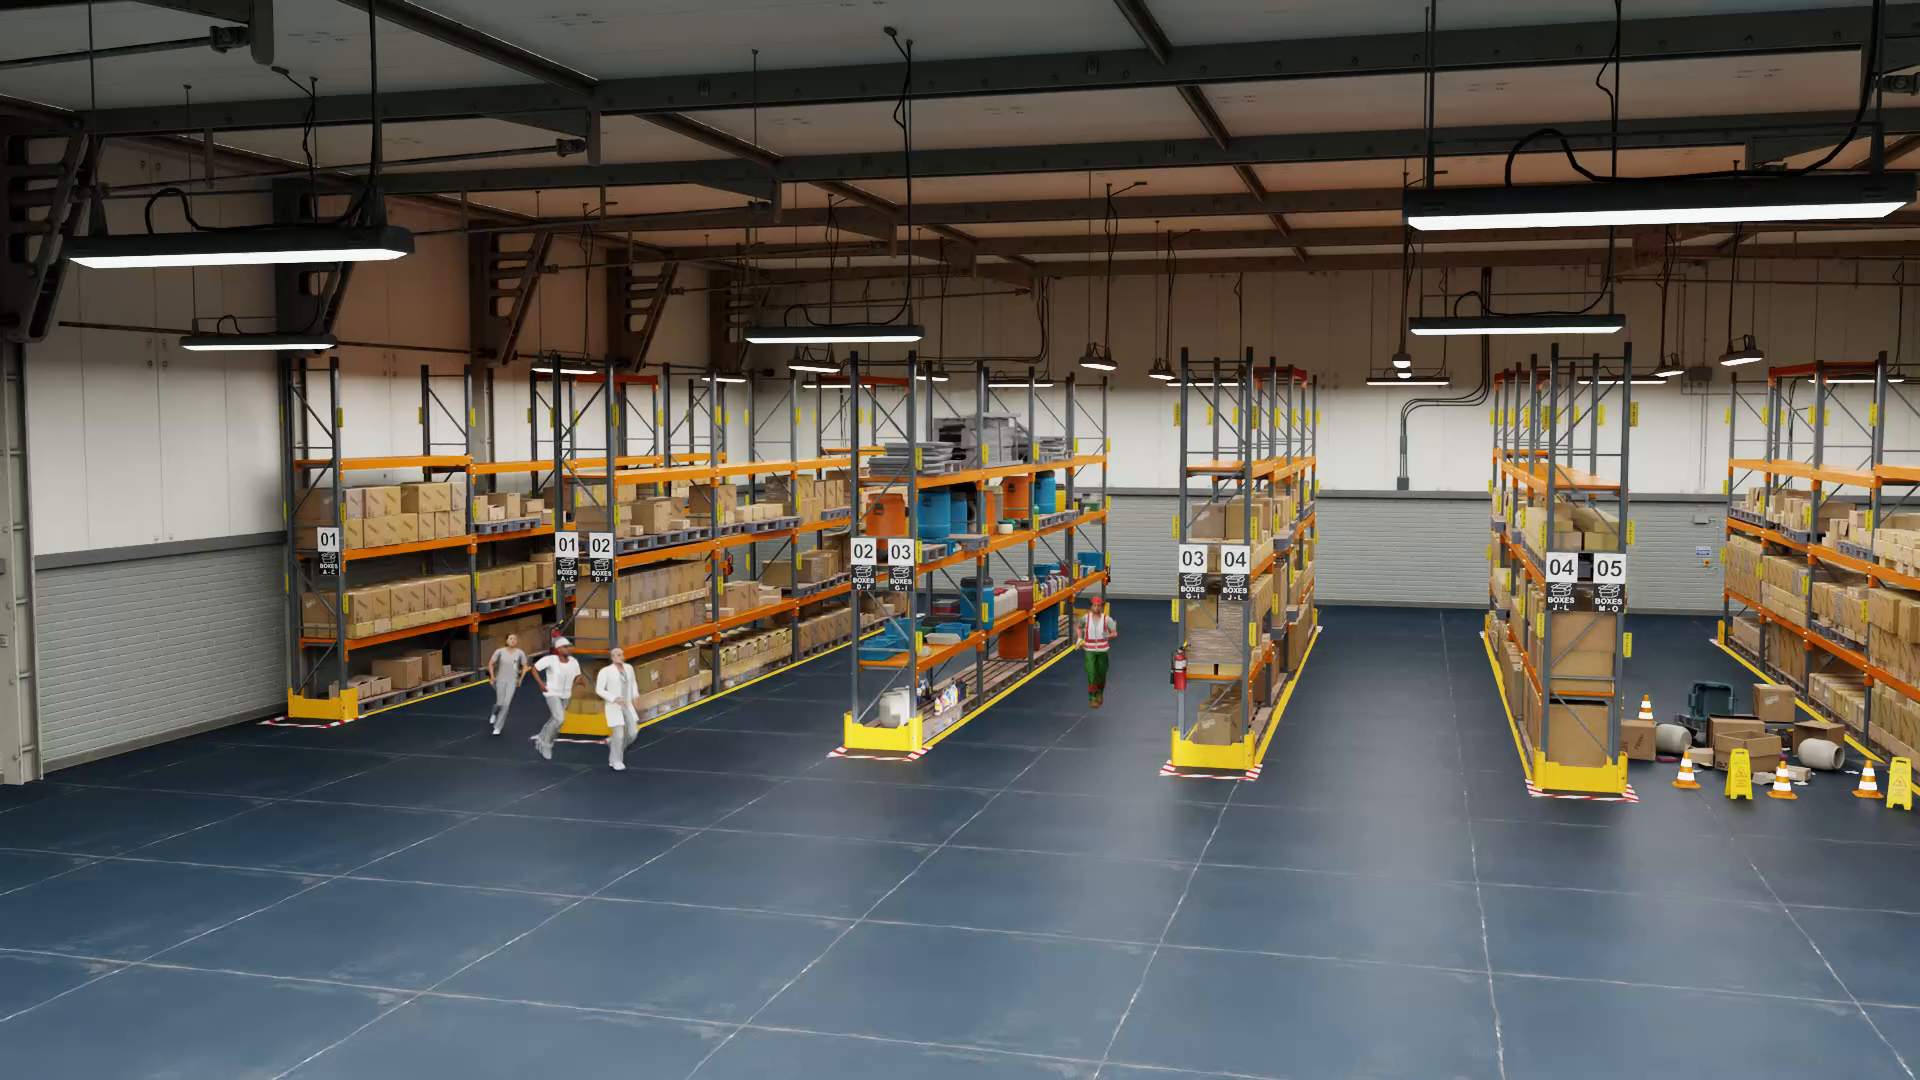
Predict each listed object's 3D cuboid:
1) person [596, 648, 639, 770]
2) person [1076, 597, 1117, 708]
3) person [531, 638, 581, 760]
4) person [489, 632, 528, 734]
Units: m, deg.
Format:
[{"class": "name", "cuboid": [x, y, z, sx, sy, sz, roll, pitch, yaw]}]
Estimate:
[{"class": "person", "cuboid": [-4.847, 2.492, 23.699, 0.657, 1.539, 0.743, 4, 6, 44]}, {"class": "person", "cuboid": [2.221, 1.829, 27.074, 0.665, 1.802, 0.910, 0, 4, 3]}, {"class": "person", "cuboid": [-5.941, 2.334, 24.630, 0.716, 1.782, 0.702, 4, 6, 41]}, {"class": "person", "cuboid": [-7.169, 2.260, 26.445, 0.594, 1.595, 0.501, -2, 4, -20]}]
